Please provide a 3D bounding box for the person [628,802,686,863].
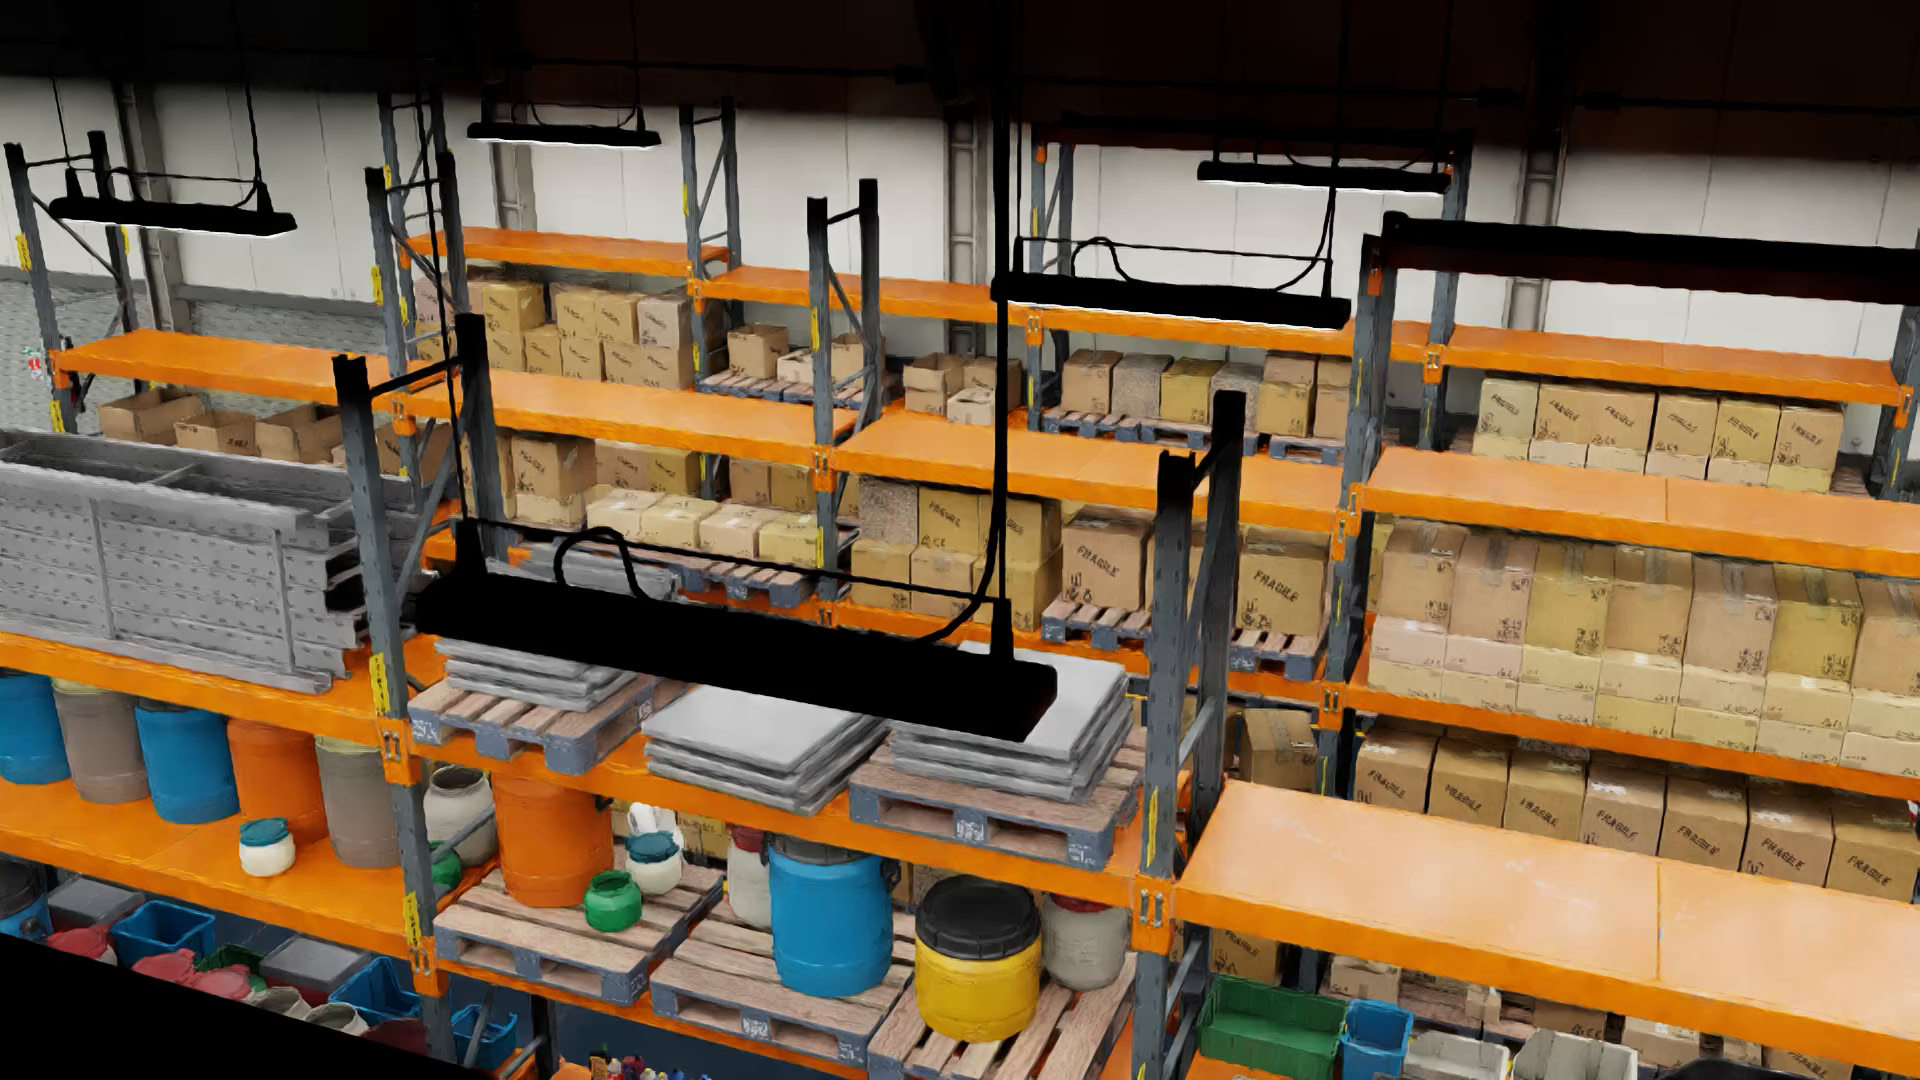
[{"bbox_3d":[-2.470,2.486,13.461,1.121,1.691,0.577,9,23,22],"label":"person"}]
